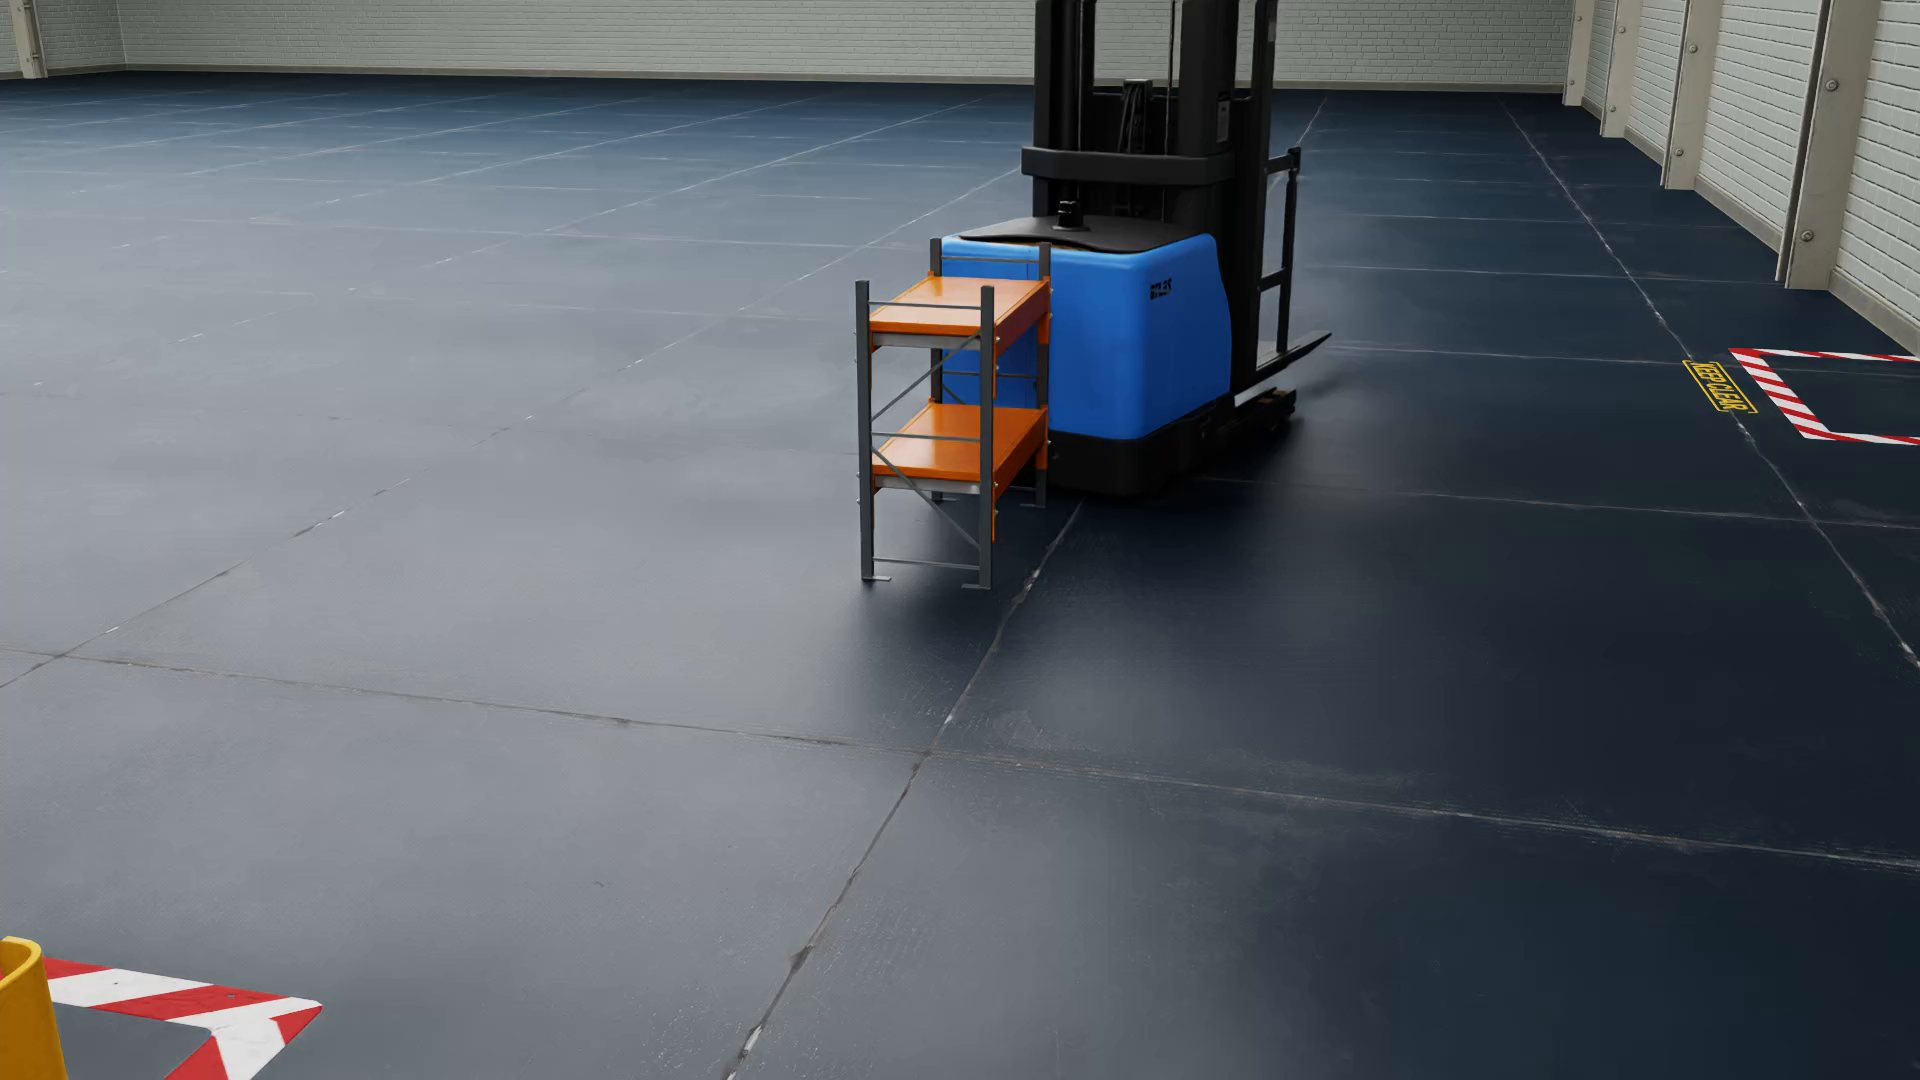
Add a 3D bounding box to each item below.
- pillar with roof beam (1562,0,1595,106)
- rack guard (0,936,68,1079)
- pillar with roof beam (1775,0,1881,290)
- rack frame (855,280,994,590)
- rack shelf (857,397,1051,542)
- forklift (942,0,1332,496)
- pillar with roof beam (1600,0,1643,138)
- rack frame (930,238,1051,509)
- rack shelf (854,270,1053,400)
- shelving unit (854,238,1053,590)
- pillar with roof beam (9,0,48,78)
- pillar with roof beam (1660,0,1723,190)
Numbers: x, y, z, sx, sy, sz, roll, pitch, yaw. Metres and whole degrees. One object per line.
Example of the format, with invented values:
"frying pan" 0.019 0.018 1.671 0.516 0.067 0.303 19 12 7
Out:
"pillar with roof beam" 6.384 -12.105 28.204 9.100 9.000 0.400 5 19 13
"rack guard" -2.237 0.975 3.060 1.175 0.500 0.348 5 19 13
"pillar with roof beam" 1.986 -6.463 11.687 9.100 9.000 0.400 5 19 13
"rack frame" -0.126 -0.371 6.033 0.500 1.125 0.032 5 19 13
"rack shelf" -0.002 -0.299 6.579 0.538 0.278 1.000 5 19 13
"forklift" 1.053 -1.998 8.003 1.130 2.935 3.031 11 22 29
"pillar with roof beam" 4.918 -10.224 22.698 9.100 9.000 0.400 5 19 13
"rack frame" 0.123 -0.690 6.966 0.500 1.125 0.032 5 19 13
"rack shelf" -0.002 -0.807 6.405 0.538 0.278 1.000 5 19 13
"shelving unit" -0.002 -0.530 6.500 0.538 1.125 1.048 5 19 13
"pillar with roof beam" -15.812 -13.912 33.497 9.100 9.000 0.400 5 19 13
"pillar with roof beam" 3.452 -8.343 17.192 9.100 9.000 0.400 5 19 13
